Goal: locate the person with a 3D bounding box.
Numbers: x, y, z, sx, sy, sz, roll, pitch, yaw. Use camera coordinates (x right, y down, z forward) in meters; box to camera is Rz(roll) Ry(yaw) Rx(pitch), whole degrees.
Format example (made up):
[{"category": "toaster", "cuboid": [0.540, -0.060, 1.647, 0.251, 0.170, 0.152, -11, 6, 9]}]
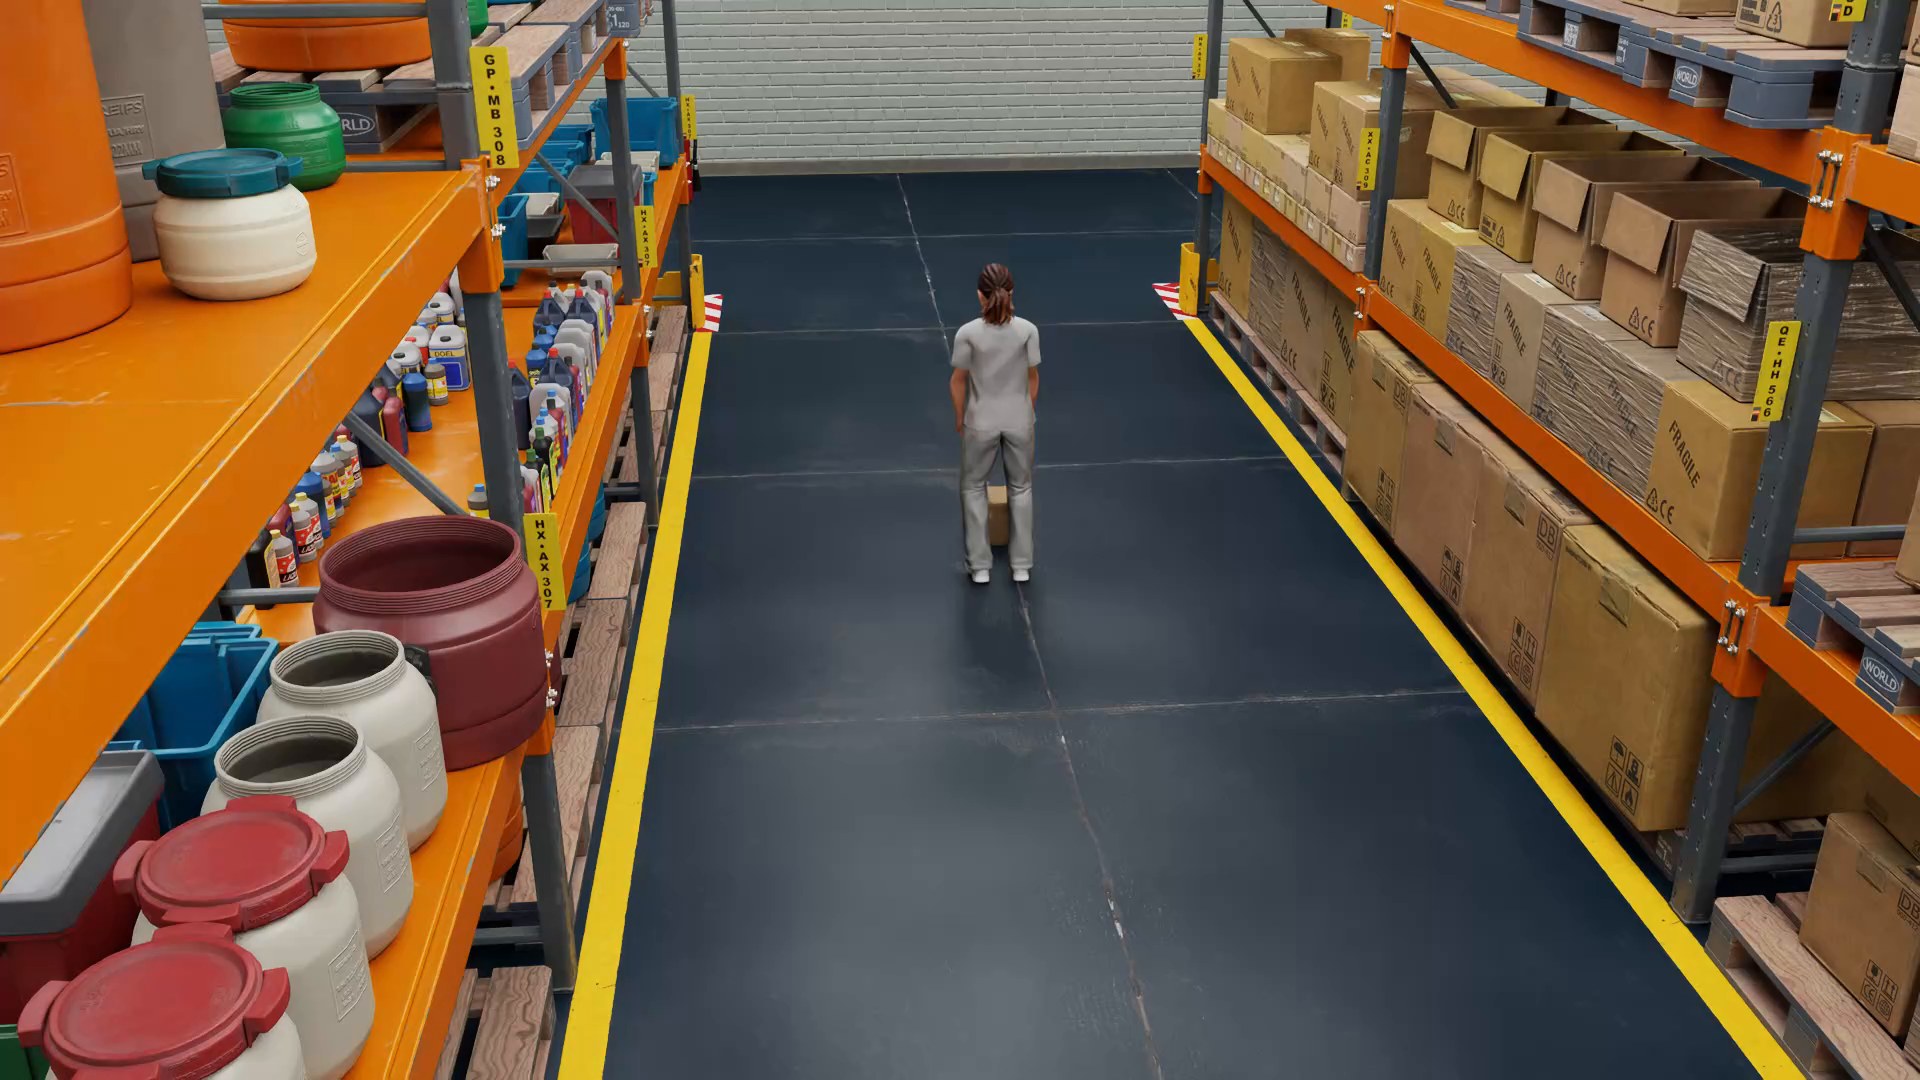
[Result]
[{"category": "person", "cuboid": [0.177, -0.578, 8.452, 0.453, 1.652, 0.351, -2, 24, -4]}]
